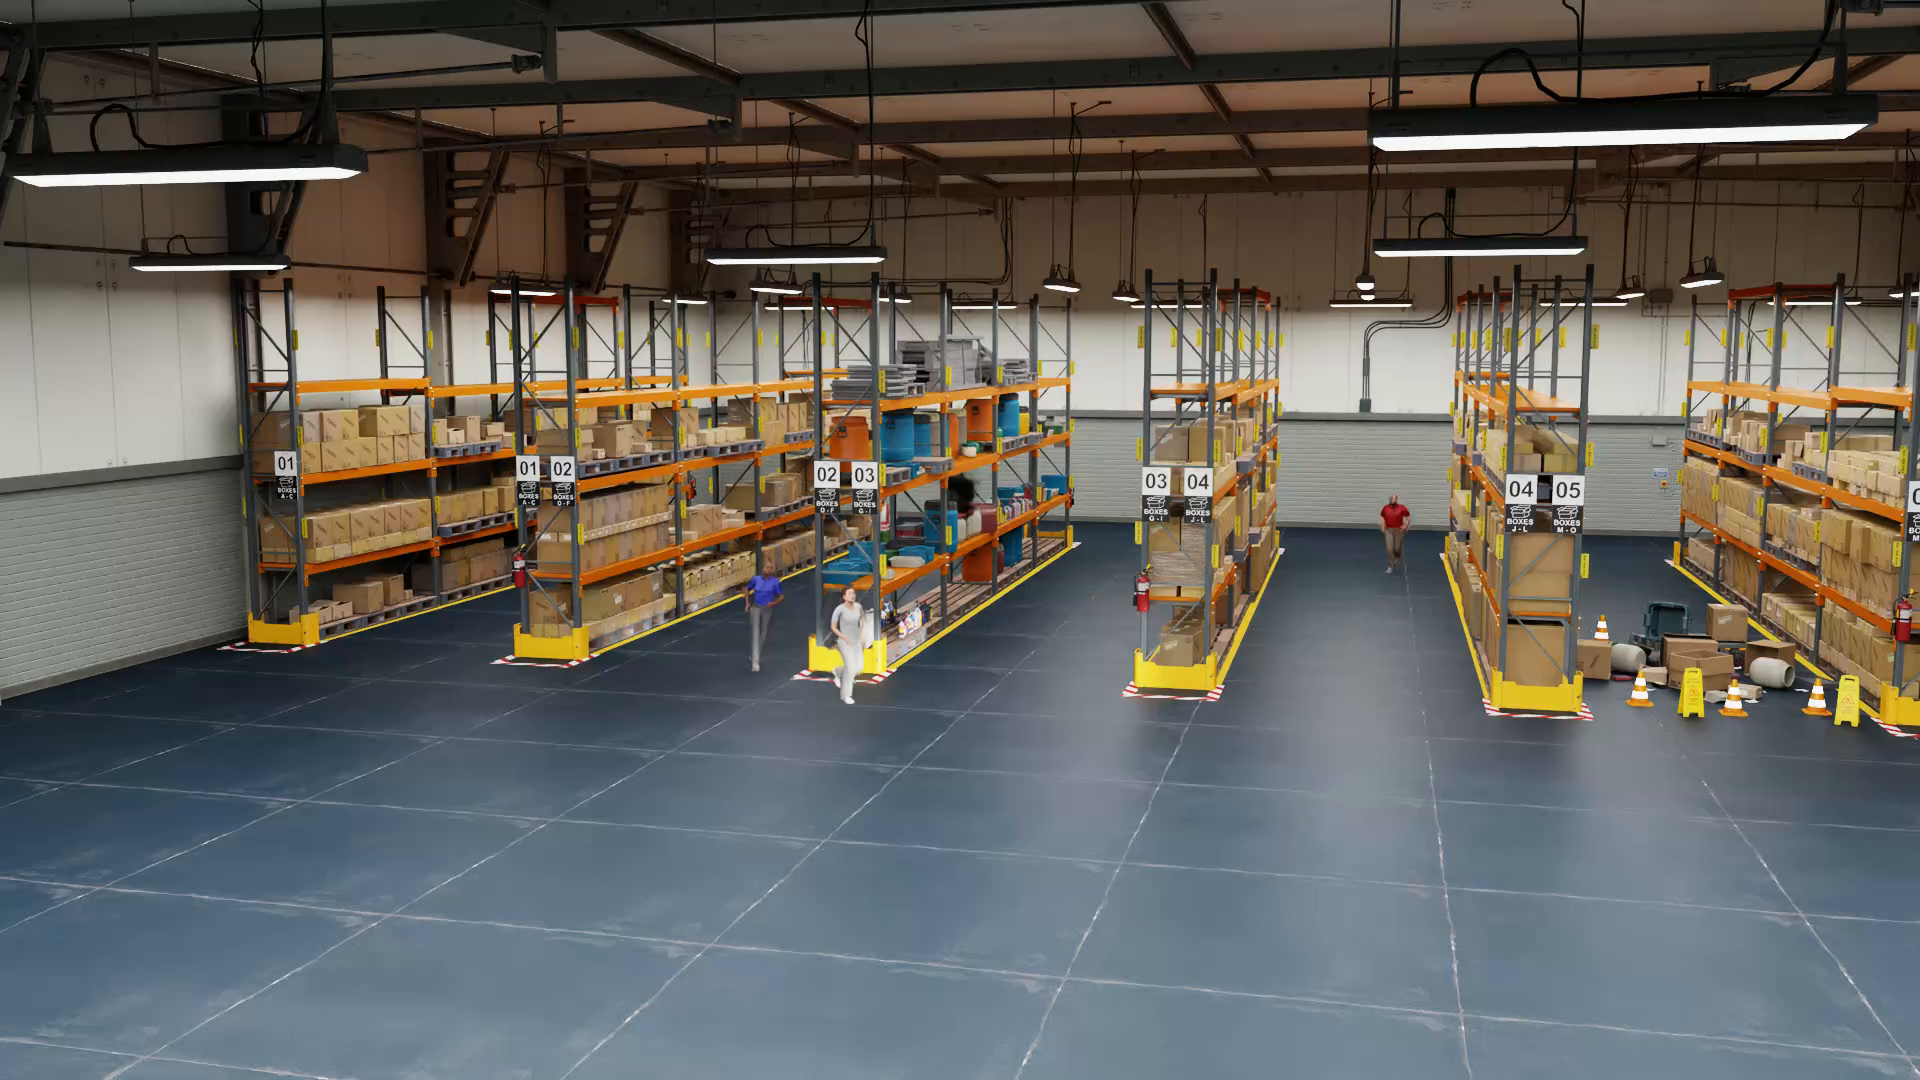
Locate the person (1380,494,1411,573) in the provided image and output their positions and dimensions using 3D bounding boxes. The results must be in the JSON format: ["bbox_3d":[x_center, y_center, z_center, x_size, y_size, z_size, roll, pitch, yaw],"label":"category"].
[{"bbox_3d":[9.445,-0.151,36.107,0.668,1.734,0.713,3,7,23],"label":"person"}]

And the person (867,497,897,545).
[{"bbox_3d":[-1.709,-0.201,36.190,0.650,1.739,0.603,1,7,7],"label":"person"}]

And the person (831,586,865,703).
[{"bbox_3d":[-1.568,1.441,23.155,0.584,1.635,0.641,-5,9,-37],"label":"person"}]

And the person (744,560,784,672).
[{"bbox_3d":[-3.012,1.141,25.573,0.594,1.667,0.779,-1,7,-12],"label":"person"}]
